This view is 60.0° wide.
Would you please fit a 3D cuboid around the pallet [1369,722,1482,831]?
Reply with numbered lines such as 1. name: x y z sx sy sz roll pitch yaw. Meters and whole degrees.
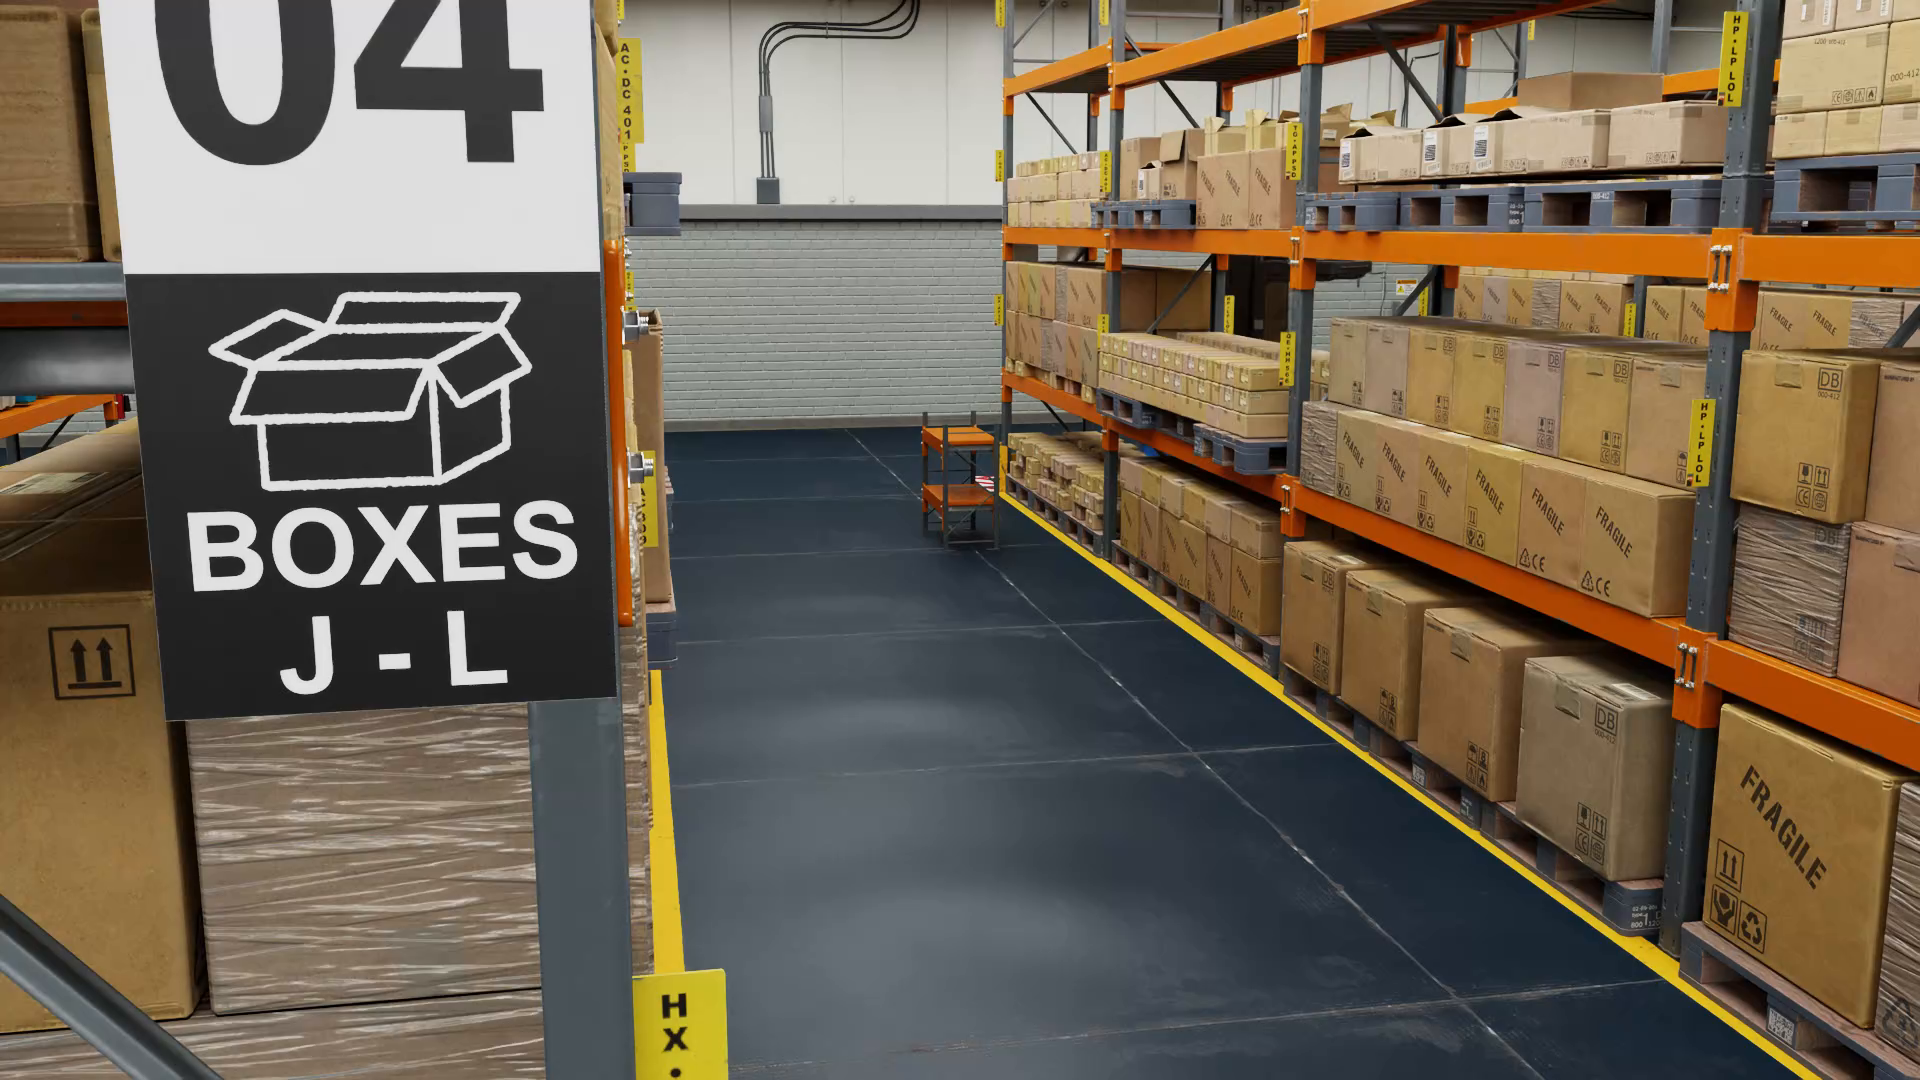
1. pallet: 2.822 1.155 8.563 1.003 0.211 1.213 -2 11 -11

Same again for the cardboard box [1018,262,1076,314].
1. cardboard box: 0.884 -2.555 16.859 0.500 0.500 0.500 -2 11 -9

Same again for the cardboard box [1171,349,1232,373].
1. cardboard box: 1.714 -1.271 11.809 0.380 0.149 0.250 -2 11 -8

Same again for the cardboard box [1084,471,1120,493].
1. cardboard box: 1.317 -0.518 14.807 0.380 0.149 0.250 -2 11 -10

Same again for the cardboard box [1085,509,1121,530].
1. cardboard box: 1.320 -0.184 14.644 0.380 0.149 0.250 -2 11 -10

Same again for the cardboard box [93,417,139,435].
1. cardboard box: -1.457 -0.010 3.489 0.500 0.500 0.500 -2 11 -11

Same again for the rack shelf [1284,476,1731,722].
1. rack shelf: 2.898 0.135 8.390 1.077 0.370 4.000 -2 11 -11

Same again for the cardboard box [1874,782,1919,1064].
1. cardboard box: 3.519 1.269 5.067 0.875 0.875 0.875 -2 11 -11

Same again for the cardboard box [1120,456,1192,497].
1. cardboard box: 1.615 -0.521 13.466 0.500 0.250 0.500 -3 11 -14

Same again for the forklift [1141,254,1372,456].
1. forklift: 3.308 -1.645 16.001 3.031 2.935 1.130 7 13 32

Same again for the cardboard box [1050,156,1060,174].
1. cardboard box: 1.055 -3.490 15.484 0.380 0.149 0.250 -2 11 -12

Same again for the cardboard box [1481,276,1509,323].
1. cardboard box: 5.818 -2.504 17.391 0.500 0.500 0.500 -2 11 -11

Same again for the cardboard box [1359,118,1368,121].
1. cardboard box: 2.512 -2.708 11.066 0.396 0.266 0.258 -2 11 -11

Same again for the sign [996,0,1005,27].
1. sign: 0.420 -5.478 17.199 0.100 0.325 0.005 -2 11 -11

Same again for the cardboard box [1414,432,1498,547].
1. cardboard box: 2.625 -0.265 8.300 0.500 0.500 0.500 -2 11 -12

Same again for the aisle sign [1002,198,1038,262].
1. aisle sign: 0.644 -3.332 17.728 0.394 0.787 0.004 -2 11 -11

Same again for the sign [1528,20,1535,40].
1. sign: 6.324 -5.713 18.436 0.100 0.325 0.005 -2 11 -11

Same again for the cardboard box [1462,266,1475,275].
1. cardboard box: 5.645 -2.938 17.932 0.380 0.149 0.250 -2 11 -9

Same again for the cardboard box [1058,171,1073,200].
1. cardboard box: 1.196 -3.231 15.192 0.500 0.250 0.500 -2 11 -9

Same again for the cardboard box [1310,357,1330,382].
1. cardboard box: 2.511 -1.147 11.156 0.380 0.149 0.250 -2 11 -11

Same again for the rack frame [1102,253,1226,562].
1. rack frame: 1.731 -1.319 14.104 1.000 3.000 0.127 -2 11 -11

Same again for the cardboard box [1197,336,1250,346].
1. cardboard box: 2.102 -1.531 13.175 0.380 0.149 0.250 -2 11 -13

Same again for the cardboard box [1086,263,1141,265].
1. cardboard box: 1.494 -2.476 16.447 0.500 0.500 0.500 -2 11 -8

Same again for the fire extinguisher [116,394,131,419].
1. fire extinguisher: -8.374 -1.534 16.436 0.296 0.674 0.183 -2 11 -11

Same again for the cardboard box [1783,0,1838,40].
1. cardboard box: 3.024 -1.770 5.599 0.380 0.149 0.250 -2 11 -10

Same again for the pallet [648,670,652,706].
1. pallet: -2.456 0.799 10.434 1.003 0.211 1.213 -2 11 -11

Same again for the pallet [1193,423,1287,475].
1. pallet: 2.266 -0.618 10.934 1.213 0.211 1.003 -2 11 -11

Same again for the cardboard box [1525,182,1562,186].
1. cardboard box: 6.033 -3.654 16.692 0.500 0.500 0.500 -2 11 -10

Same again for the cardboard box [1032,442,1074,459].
1. cardboard box: 0.946 -0.903 16.827 0.380 0.149 0.250 -3 11 -14

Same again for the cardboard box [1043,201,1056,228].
1. cardboard box: 1.090 -3.075 15.709 0.500 0.250 0.500 -2 11 -11

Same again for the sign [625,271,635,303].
1. sign: -3.397 -2.593 17.068 0.100 0.325 0.005 -2 11 -11

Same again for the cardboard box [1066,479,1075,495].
1. cardboard box: 1.202 -0.510 15.562 0.380 0.149 0.250 -2 11 -10

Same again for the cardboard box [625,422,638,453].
1. cardboard box: -0.849 0.063 3.107 0.500 0.500 0.500 -2 11 -11

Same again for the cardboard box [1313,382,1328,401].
1. cardboard box: 2.557 -0.960 10.971 0.380 0.149 0.250 -2 11 -8

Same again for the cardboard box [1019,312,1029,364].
1. cardboard box: 0.898 -2.058 16.925 0.500 0.500 0.500 -2 11 -11

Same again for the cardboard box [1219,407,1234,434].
1. cardboard box: 1.915 -0.788 10.861 0.380 0.149 0.250 -2 11 -11

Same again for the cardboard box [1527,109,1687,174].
1. cardboard box: 2.831 -1.725 7.228 0.500 0.250 0.500 -2 11 -11

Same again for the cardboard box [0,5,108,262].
1. cardboard box: -1.163 -0.435 1.840 0.500 0.250 0.500 -2 11 -10

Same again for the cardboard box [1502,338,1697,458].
1. cardboard box: 2.984 -0.670 7.752 0.700 0.500 0.500 -2 11 -11

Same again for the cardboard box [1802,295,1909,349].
1. cardboard box: 6.789 -1.595 12.611 0.500 0.500 0.500 -2 11 -11

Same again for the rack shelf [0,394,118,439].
1. rack shelf: -8.402 -0.990 14.302 1.077 0.370 4.000 -2 11 -11

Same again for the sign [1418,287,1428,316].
1. sign: 5.243 -2.696 18.813 0.100 0.325 0.005 -2 11 -11

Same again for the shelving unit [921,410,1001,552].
1. shelving unit: -0.001 -0.554 15.098 0.538 1.125 1.048 -2 11 -11

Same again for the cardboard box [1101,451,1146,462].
1. cardboard box: 1.588 -0.775 16.158 0.380 0.149 0.250 -2 11 -11

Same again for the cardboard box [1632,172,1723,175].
1. cardboard box: 3.269 -1.724 7.490 0.380 0.149 0.250 -2 11 -11

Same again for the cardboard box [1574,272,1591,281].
1. cardboard box: 6.144 -2.566 15.977 0.380 0.149 0.250 -2 11 -11

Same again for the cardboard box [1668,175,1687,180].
1. cardboard box: 6.320 -3.027 14.291 0.396 0.266 0.258 -2 11 -12

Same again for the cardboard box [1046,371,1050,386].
1. cardboard box: 1.048 -1.574 16.114 0.380 0.149 0.250 -2 11 -9

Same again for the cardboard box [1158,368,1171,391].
1. cardboard box: 1.662 -1.172 12.086 0.380 0.149 0.250 -2 11 -12

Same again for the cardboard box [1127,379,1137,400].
1. cardboard box: 1.508 -1.170 12.871 0.380 0.149 0.250 -2 11 -10

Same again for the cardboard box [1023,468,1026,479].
1. cardboard box: 0.872 -0.706 17.383 0.380 0.149 0.250 -2 11 -11

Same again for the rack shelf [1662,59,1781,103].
1. rack shelf: 6.955 -3.548 12.764 1.077 0.370 4.000 -2 11 -11
